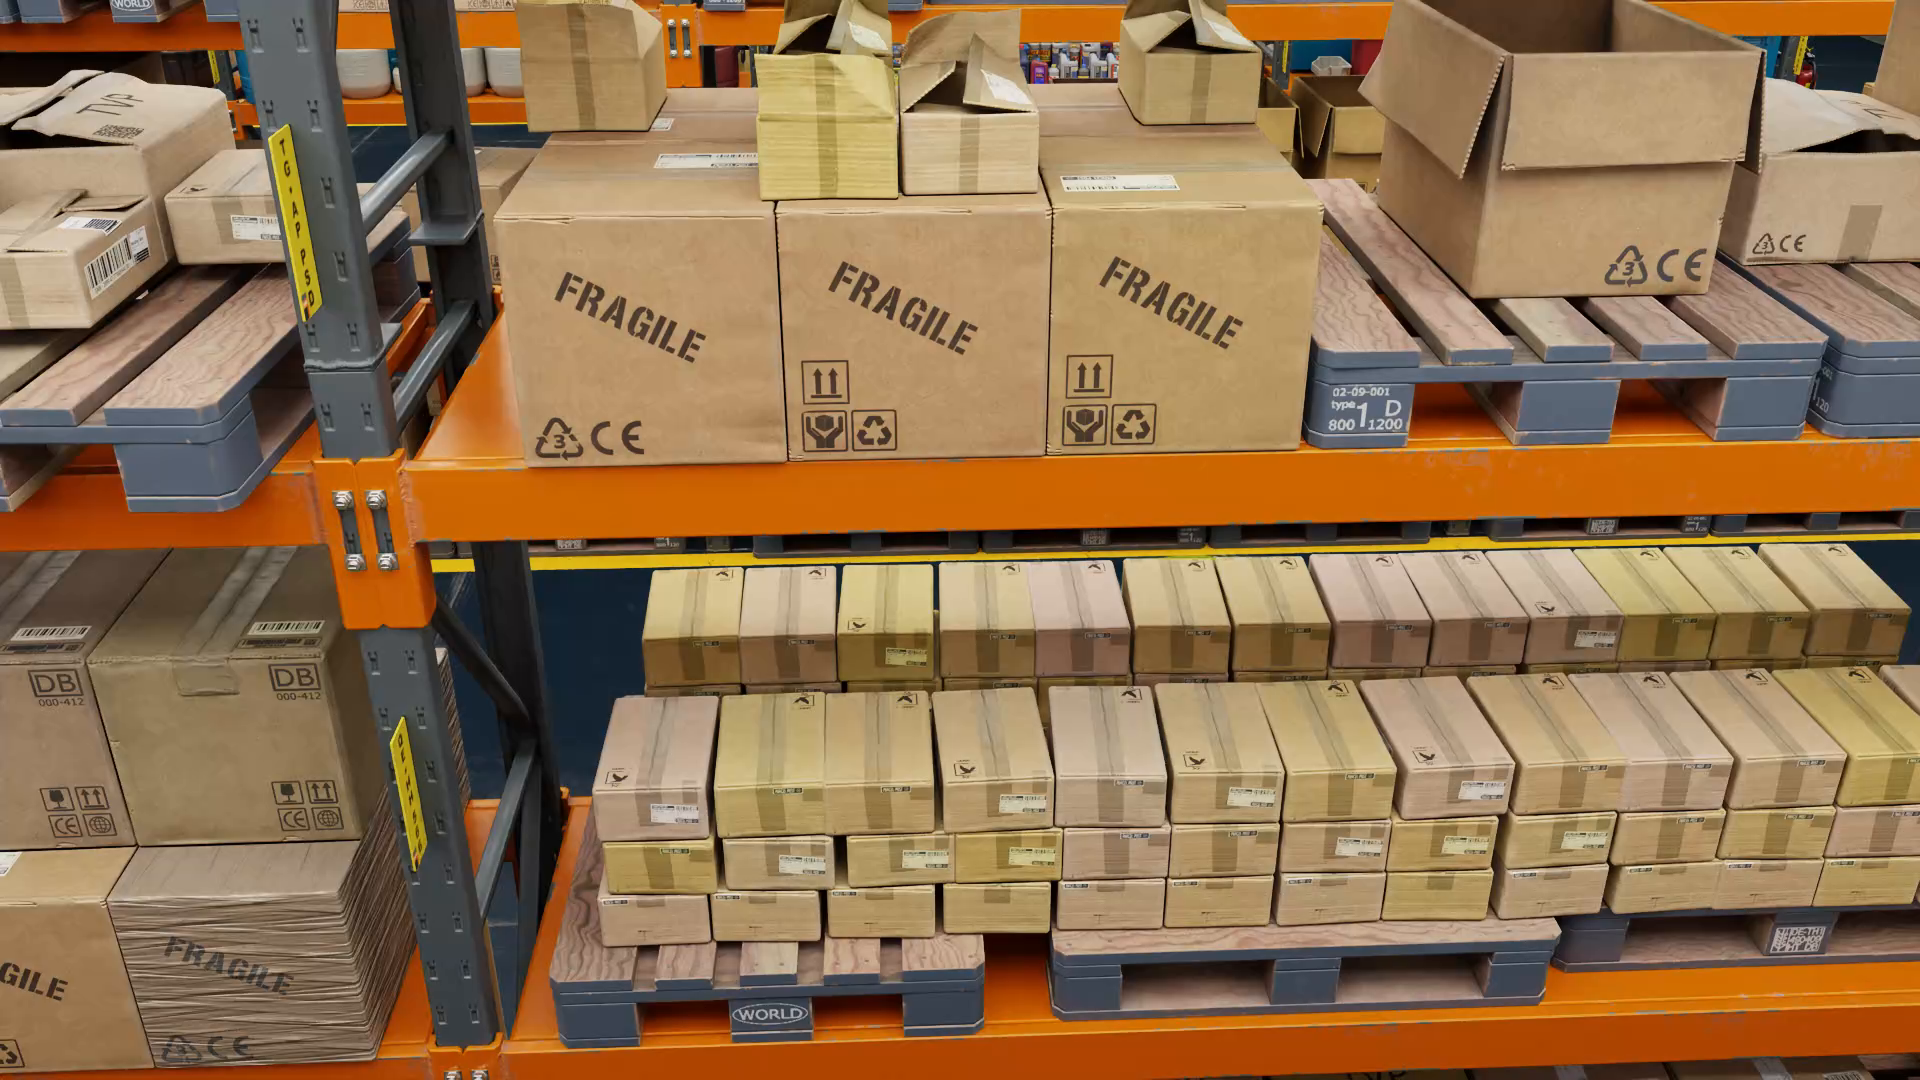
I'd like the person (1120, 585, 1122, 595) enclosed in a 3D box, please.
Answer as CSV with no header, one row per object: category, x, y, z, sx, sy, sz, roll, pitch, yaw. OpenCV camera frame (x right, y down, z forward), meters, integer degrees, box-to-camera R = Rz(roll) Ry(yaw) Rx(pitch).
person,0.919,0.607,6.990,0.522,0.821,0.974,-2,27,-4
